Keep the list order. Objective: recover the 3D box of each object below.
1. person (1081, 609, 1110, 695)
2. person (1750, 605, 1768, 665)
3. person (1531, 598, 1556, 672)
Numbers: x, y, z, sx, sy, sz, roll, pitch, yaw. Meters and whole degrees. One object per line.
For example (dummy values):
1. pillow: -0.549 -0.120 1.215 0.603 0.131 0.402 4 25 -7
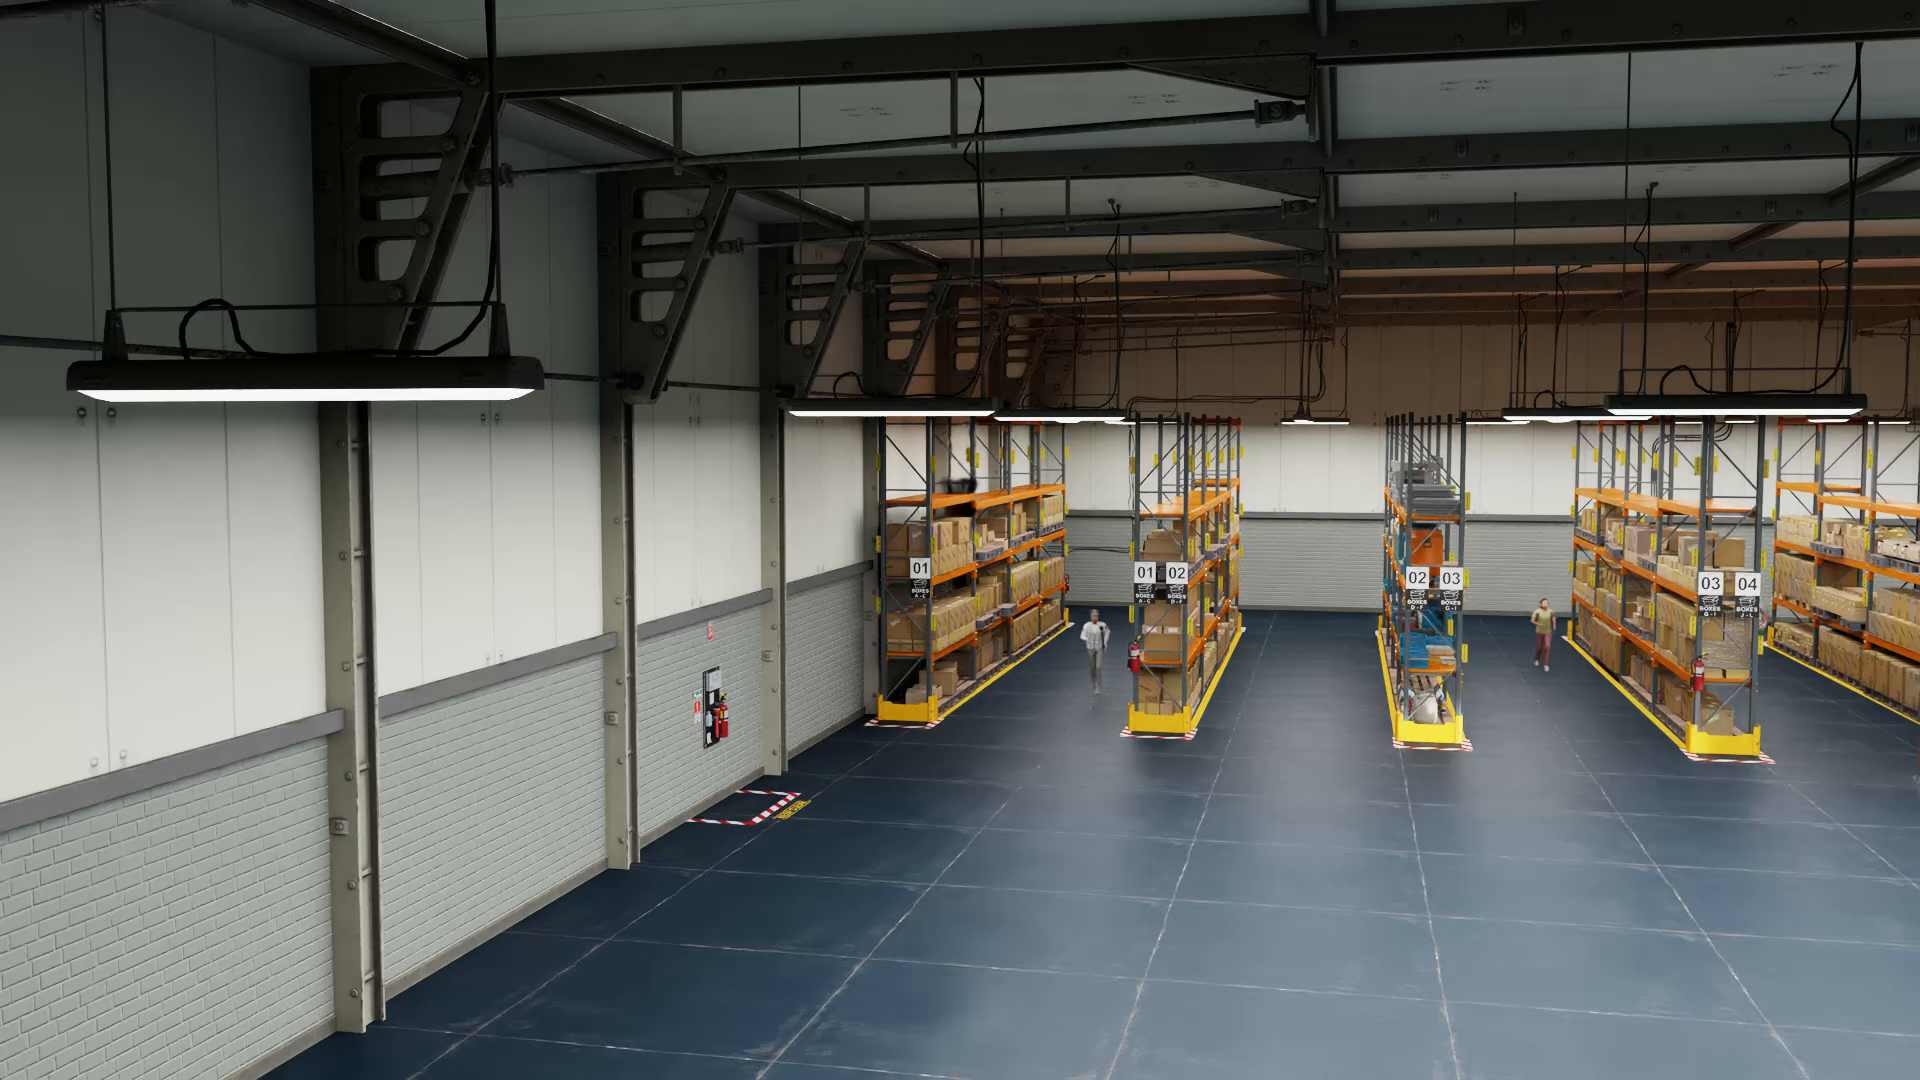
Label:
1. person: 2.775 2.275 34.251 0.562 1.734 0.813 1 4 13
2. person: 19.125 2.143 40.119 0.654 1.748 0.563 2 4 22
3. person: 13.818 2.220 39.390 0.593 1.696 0.856 0 4 7
